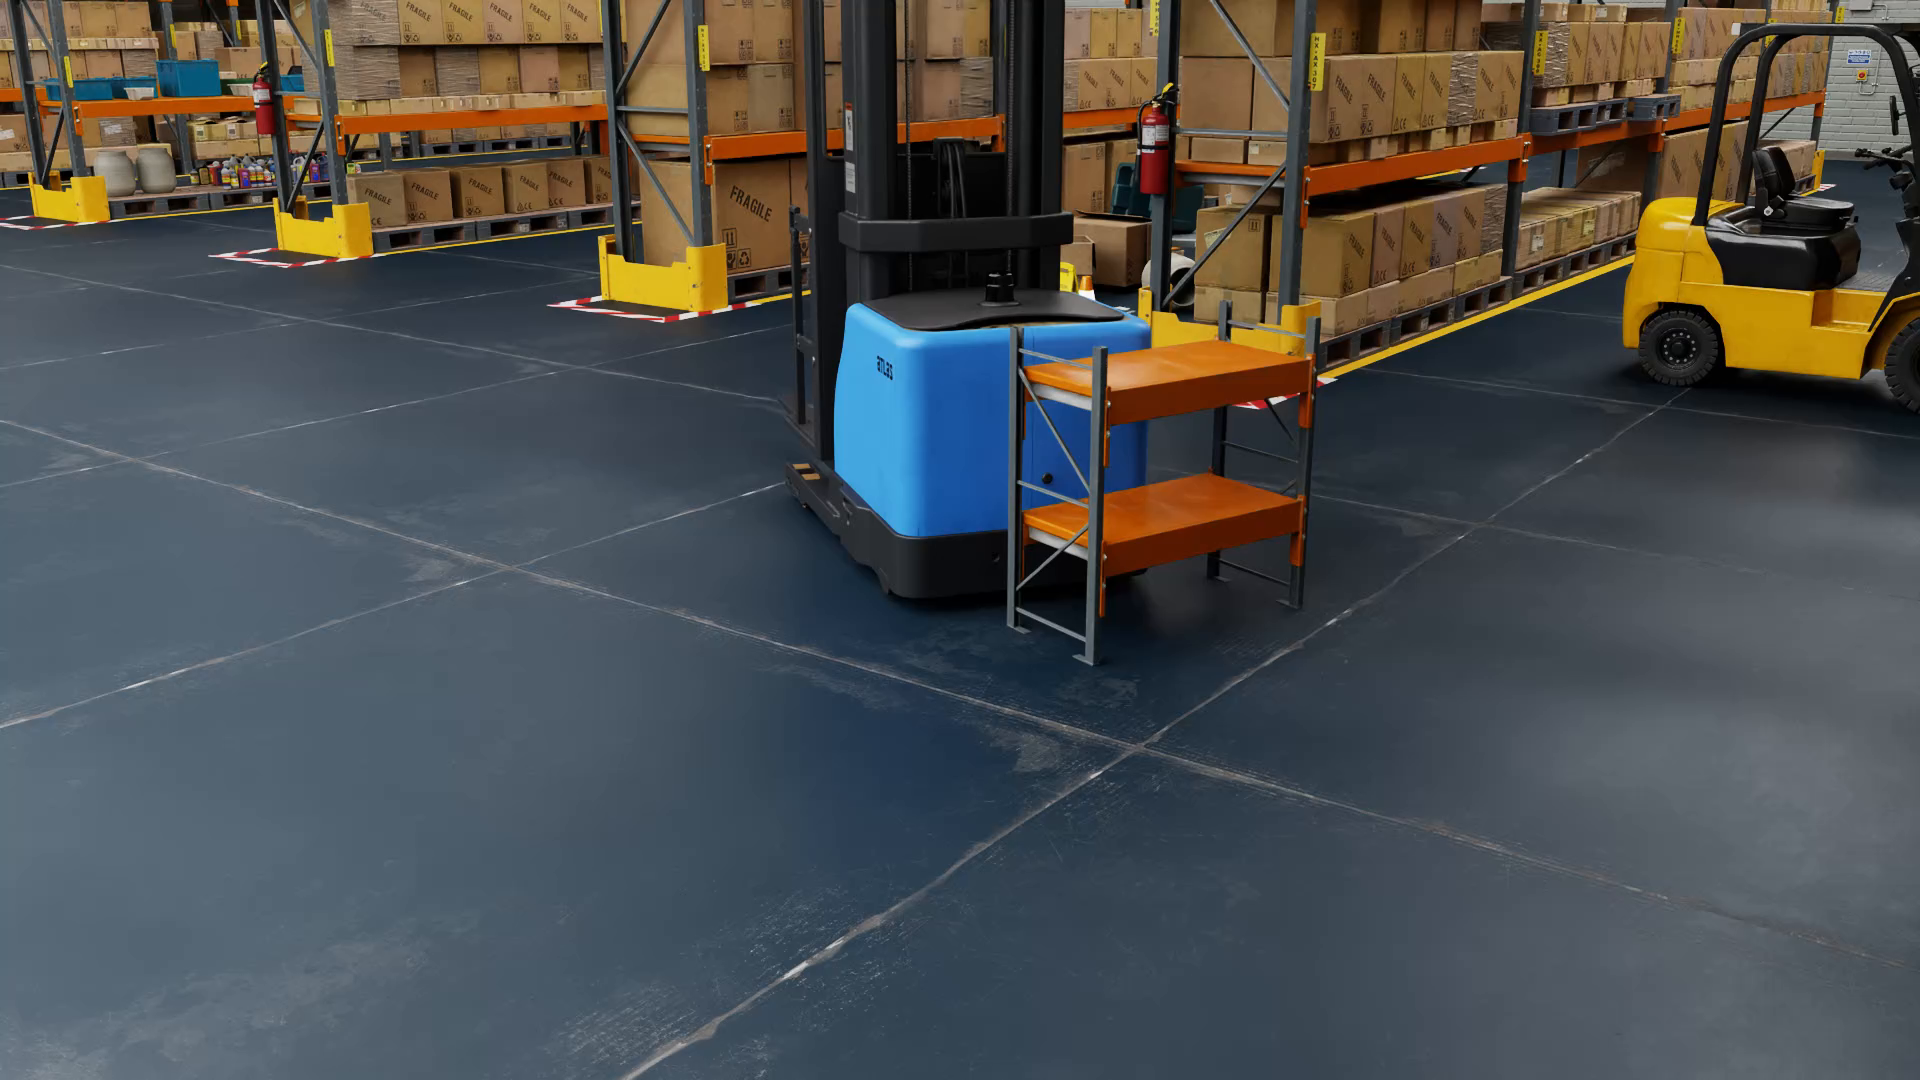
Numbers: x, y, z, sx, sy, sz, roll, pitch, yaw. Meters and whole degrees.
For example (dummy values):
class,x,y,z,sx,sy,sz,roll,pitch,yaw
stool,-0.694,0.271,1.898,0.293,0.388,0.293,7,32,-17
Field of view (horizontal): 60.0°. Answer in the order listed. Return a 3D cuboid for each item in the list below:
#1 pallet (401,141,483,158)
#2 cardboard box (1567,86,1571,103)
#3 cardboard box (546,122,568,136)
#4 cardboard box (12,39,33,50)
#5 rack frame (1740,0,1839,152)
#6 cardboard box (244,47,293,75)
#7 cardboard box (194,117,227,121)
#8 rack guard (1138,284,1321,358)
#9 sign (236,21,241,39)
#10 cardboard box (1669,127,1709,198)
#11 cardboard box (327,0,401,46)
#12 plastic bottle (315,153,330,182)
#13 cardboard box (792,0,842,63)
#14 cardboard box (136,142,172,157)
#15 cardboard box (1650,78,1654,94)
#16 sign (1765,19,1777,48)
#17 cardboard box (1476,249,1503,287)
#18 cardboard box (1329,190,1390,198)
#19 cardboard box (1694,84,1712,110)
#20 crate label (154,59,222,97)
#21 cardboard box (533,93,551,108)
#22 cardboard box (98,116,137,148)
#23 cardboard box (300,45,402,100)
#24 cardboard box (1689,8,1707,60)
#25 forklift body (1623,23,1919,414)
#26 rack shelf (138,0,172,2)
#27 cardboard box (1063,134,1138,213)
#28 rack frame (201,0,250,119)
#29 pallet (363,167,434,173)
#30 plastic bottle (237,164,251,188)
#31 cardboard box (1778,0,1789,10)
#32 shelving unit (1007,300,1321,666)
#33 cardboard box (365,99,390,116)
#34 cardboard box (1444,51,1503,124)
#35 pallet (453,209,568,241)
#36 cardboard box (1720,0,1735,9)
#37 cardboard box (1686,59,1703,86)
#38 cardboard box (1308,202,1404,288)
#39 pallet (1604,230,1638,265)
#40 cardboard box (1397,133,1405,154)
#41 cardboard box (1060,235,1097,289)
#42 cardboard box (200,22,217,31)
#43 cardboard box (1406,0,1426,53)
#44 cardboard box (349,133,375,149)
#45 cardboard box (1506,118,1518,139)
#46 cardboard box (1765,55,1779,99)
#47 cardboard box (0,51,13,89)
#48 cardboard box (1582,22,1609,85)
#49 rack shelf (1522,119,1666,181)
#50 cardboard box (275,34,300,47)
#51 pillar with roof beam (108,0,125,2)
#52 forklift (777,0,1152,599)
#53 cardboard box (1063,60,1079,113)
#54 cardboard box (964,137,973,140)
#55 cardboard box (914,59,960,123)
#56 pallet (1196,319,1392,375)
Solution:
class,x,y,z,sx,sy,sz,roll,pitch,yaw
pallet,-9.006,-6.749,28.622,1.003,0.211,1.213,12,21,35
cardboard box,4.894,-3.750,13.977,0.380,0.149,0.250,14,22,38
cardboard box,-7.463,-7.594,30.115,0.500,0.500,0.500,13,21,35
cardboard box,-12.925,-6.783,22.767,0.380,0.149,0.250,13,21,35
rack frame,11.198,-6.313,22.514,1.000,3.000,0.127,12,21,35
cardboard box,-10.782,-7.430,25.942,0.500,0.500,0.500,12,21,35
cardboard box,-11.549,-6.385,25.728,0.500,0.311,0.500,13,22,36
rack guard,1.710,-1.326,10.671,1.175,0.500,0.348,12,21,35
sign,-13.020,-9.206,30.012,0.100,0.325,0.005,12,21,35
cardboard box,7.444,-3.955,17.795,0.875,0.875,0.875,13,21,35
cardboard box,-5.748,-5.003,15.941,0.500,0.500,0.500,12,21,35
plastic bottle,-8.155,-4.776,21.290,0.144,0.351,0.185,11,20,32
cardboard box,-1.423,-4.278,13.888,0.875,0.550,0.550,12,21,35
cardboard box,-11.966,-5.696,24.455,0.500,0.250,0.500,12,21,35
cardboard box,6.323,-4.292,15.721,0.380,0.149,0.250,13,21,36
sign,9.256,-5.782,18.985,0.100,0.325,0.005,12,21,35
cardboard box,3.911,-2.154,13.050,0.500,0.250,0.500,14,22,37
cardboard box,2.859,-2.355,12.432,0.500,0.500,0.500,14,22,37
cardboard box,7.534,-4.657,17.436,0.500,0.250,0.500,13,22,36
crate label,-9.393,-5.631,20.260,0.502,0.435,0.616,12,21,35
cardboard box,-4.588,-4.694,17.724,0.380,0.149,0.250,12,21,35
cardboard box,-12.273,-5.937,23.967,0.500,0.500,0.500,12,21,35
cardboard box,-5.945,-4.569,16.229,0.875,0.500,0.500,12,21,35
cardboard box,7.209,-5.127,16.840,0.500,0.500,0.500,13,21,35
forklift body,5.318,-1.994,10.039,2.313,2.155,1.214,12,21,35
rack shelf,-10.673,-8.522,25.785,1.077,0.370,4.000,12,21,35
cardboard box,1.442,-4.046,18.301,1.050,0.750,0.750,13,21,36
rack frame,-13.462,-8.784,30.473,1.000,3.000,0.127,12,21,35
pallet,-7.452,-4.943,22.806,1.003,0.211,1.213,12,21,35
plastic bottle,-8.792,-4.469,20.414,0.061,0.283,0.133,13,21,36
cardboard box,9.666,-6.405,19.863,0.380,0.149,0.250,12,21,34
shelving unit,0.747,-0.245,6.135,1.048,1.125,0.538,-12,21,-34
cardboard box,-5.769,-4.215,16.183,0.380,0.149,0.250,12,21,35
cardboard box,3.681,-3.371,12.370,0.500,0.500,0.500,13,22,37
pallet,-5.009,-3.416,17.888,1.003,0.211,1.213,12,21,35
cardboard box,8.987,-6.368,19.745,0.380,0.149,0.250,13,22,36
cardboard box,7.240,-4.774,16.970,0.500,0.250,0.500,13,21,36
cardboard box,2.689,-2.022,11.360,0.500,0.500,0.500,11,21,33
pallet,5.964,-2.890,16.193,1.003,0.211,1.213,12,21,35
cardboard box,2.820,-2.731,11.404,0.380,0.149,0.250,13,22,37
cardboard box,0.678,-2.175,13.401,0.797,0.503,0.637,-1,17,-3
cardboard box,-13.643,-9.265,30.015,0.380,0.149,0.250,9,20,28
cardboard box,2.969,-3.823,12.140,0.700,0.500,0.500,12,21,33
cardboard box,-9.903,-6.505,27.063,0.500,0.250,0.500,12,21,34
cardboard box,4.101,-3.204,12.928,0.380,0.149,0.250,12,21,34
cardboard box,9.304,-5.473,19.642,0.500,0.500,0.500,13,22,36
cardboard box,-13.350,-6.404,22.640,0.700,0.500,0.500,13,21,35
cardboard box,5.161,-4.141,14.141,0.500,0.500,0.500,12,21,34
rack shelf,5.239,-3.587,14.951,1.077,0.370,4.000,12,21,35
cardboard box,-12.647,-9.177,31.035,0.500,0.500,0.500,13,22,36
pillar with roof beam,-11.474,-10.732,26.629,9.100,9.000,0.400,12,21,35
forklift,-0.193,-1.575,7.374,1.130,2.935,3.031,-6,18,-17
cardboard box,0.842,-4.551,16.673,0.500,0.500,0.500,13,21,35
cardboard box,-0.563,-5.716,23.467,1.225,0.875,0.875,12,21,35
cardboard box,-0.508,-4.152,15.303,0.875,0.550,0.550,12,21,35
pallet,2.222,-1.376,11.317,1.003,0.211,1.213,12,21,35
